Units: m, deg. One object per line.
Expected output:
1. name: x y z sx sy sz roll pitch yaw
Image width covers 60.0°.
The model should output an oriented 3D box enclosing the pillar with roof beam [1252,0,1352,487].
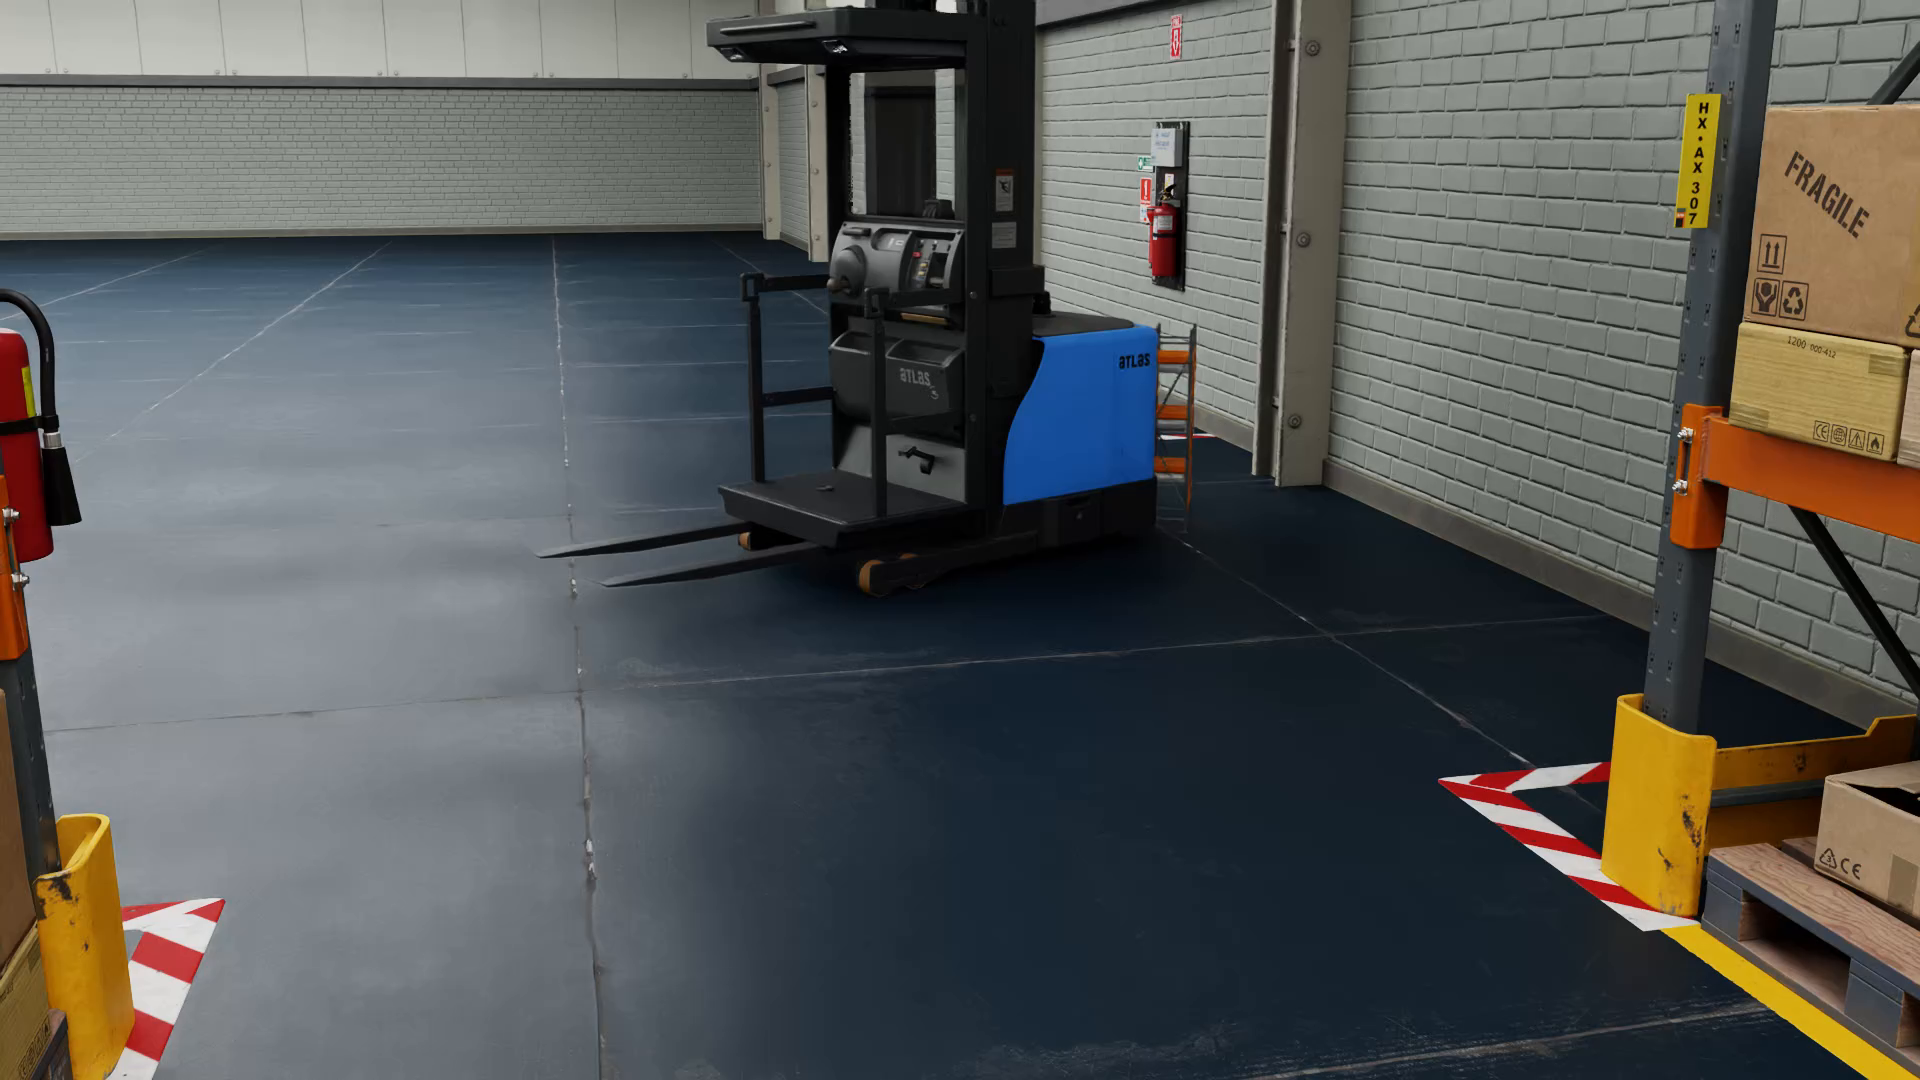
1. pillar with roof beam: -2.222 -4.498 7.876 9.100 9.000 0.400 -3 14 -13

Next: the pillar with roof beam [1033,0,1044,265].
1. pillar with roof beam: -3.631 -5.882 13.542 9.100 9.000 0.400 -3 14 -13

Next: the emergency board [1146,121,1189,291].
1. emergency board: 1.420 -2.396 11.913 0.194 1.169 0.643 -3 14 -13

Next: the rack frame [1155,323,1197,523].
1. rack frame: 1.119 -0.607 8.699 0.200 1.050 0.008 3 14 11

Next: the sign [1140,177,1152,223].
1. sign: 1.390 -2.546 12.454 0.001 0.329 0.234 -3 14 -13

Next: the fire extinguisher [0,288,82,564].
1. fire extinguisher: -2.024 -0.291 3.462 0.296 0.674 0.183 -3 14 -13

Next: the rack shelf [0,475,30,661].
1. rack shelf: -1.978 0.535 1.432 1.077 0.370 4.000 -3 14 -13

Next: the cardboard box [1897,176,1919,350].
1. cardboard box: 2.293 -0.612 3.307 0.500 0.500 0.500 -3 14 -13

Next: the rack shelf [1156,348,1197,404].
1. rack shelf: 1.095 -0.844 8.518 0.215 0.259 0.240 3 14 11

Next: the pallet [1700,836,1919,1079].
1. pallet: 2.541 1.009 3.853 1.003 0.211 1.213 -3 14 -13

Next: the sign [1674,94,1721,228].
1. sign: 1.840 -0.943 4.142 0.100 0.325 0.005 -3 14 -13

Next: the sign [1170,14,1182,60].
1. sign: 1.515 -3.529 11.668 0.001 0.298 0.199 -3 14 -13

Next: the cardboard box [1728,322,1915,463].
1. cardboard box: 2.173 -0.359 3.851 0.500 0.250 0.500 -4 14 -15

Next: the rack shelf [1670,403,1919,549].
1. rack shelf: 2.837 0.258 2.565 1.077 0.370 4.000 -3 14 -13

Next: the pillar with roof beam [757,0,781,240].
1. pillar with roof beam: -7.858 -10.034 30.539 9.100 9.000 0.400 -3 14 -13

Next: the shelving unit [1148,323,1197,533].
1. shelving unit: 1.095 -0.579 8.583 0.215 1.050 0.252 3 14 11

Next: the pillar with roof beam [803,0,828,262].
1. pillar with roof beam: -6.449 -8.650 24.873 9.100 9.000 0.400 -3 14 -13

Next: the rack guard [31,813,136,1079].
1. rack guard: -2.453 0.933 3.554 1.175 0.500 0.348 -3 14 -13

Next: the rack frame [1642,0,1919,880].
1. rack frame: 2.367 -0.553 4.369 1.000 3.000 0.127 -3 14 -13

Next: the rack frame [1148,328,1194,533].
1. rack frame: 1.070 -0.551 8.467 0.200 1.050 0.008 3 14 11

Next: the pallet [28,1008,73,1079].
1. pallet: -2.227 1.253 2.853 1.003 0.211 1.213 -3 14 -13

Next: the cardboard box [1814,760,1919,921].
1. cardboard box: 2.442 0.704 3.962 0.500 0.311 0.500 -5 15 -20

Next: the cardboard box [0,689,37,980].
1. cardboard box: -2.032 0.599 2.984 0.500 0.500 0.500 -3 14 -13

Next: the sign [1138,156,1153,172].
1. sign: 1.383 -2.802 12.385 0.001 0.109 0.331 -3 14 -13

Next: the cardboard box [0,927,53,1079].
1. cardboard box: -2.034 0.963 3.072 0.500 0.250 0.500 -3 14 -13

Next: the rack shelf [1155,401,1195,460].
1. rack shelf: 1.095 -0.569 8.586 0.215 0.259 0.240 3 14 11

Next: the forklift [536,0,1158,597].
1. forklift: -0.463 -1.310 7.613 3.031 2.935 1.130 -11 18 -38

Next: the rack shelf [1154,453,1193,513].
1. rack shelf: 1.094 -0.299 8.652 0.215 0.259 0.240 3 14 11

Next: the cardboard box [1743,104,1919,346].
1. cardboard box: 2.187 -0.727 3.776 0.500 0.500 0.500 -3 14 -13

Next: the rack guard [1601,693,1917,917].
1. rack guard: 2.385 0.679 4.593 1.175 0.500 0.348 -3 14 -13

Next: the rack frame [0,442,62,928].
1. rack frame: -2.447 -0.276 3.235 1.000 3.000 0.127 -3 14 -13

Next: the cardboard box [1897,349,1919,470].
1. cardboard box: 2.309 -0.240 3.364 0.500 0.250 0.500 -4 14 -15
